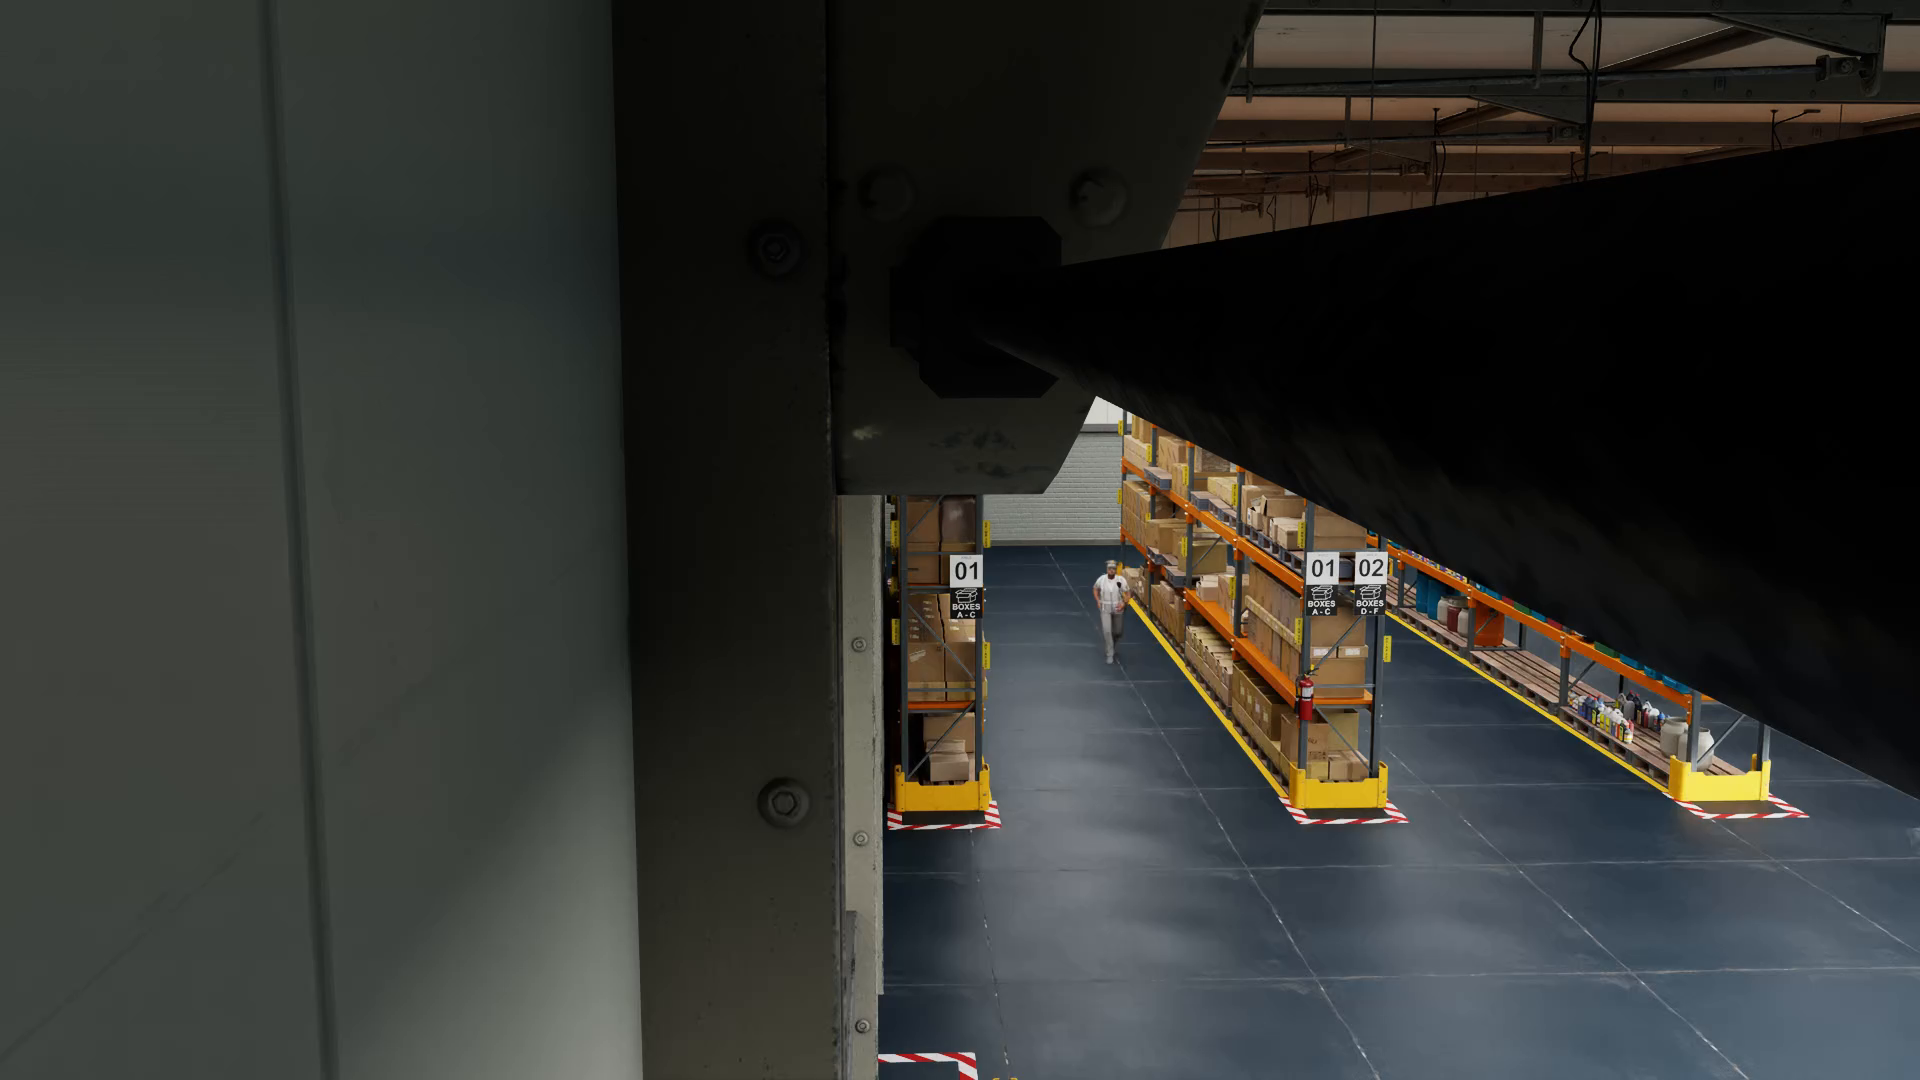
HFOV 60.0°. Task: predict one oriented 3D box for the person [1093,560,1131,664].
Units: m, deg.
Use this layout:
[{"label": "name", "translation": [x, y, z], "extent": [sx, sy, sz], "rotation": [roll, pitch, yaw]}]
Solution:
[{"label": "person", "translation": [2.651, 1.223, 29.011], "extent": [0.643, 1.782, 0.990], "rotation": [0, 8, -1]}]
